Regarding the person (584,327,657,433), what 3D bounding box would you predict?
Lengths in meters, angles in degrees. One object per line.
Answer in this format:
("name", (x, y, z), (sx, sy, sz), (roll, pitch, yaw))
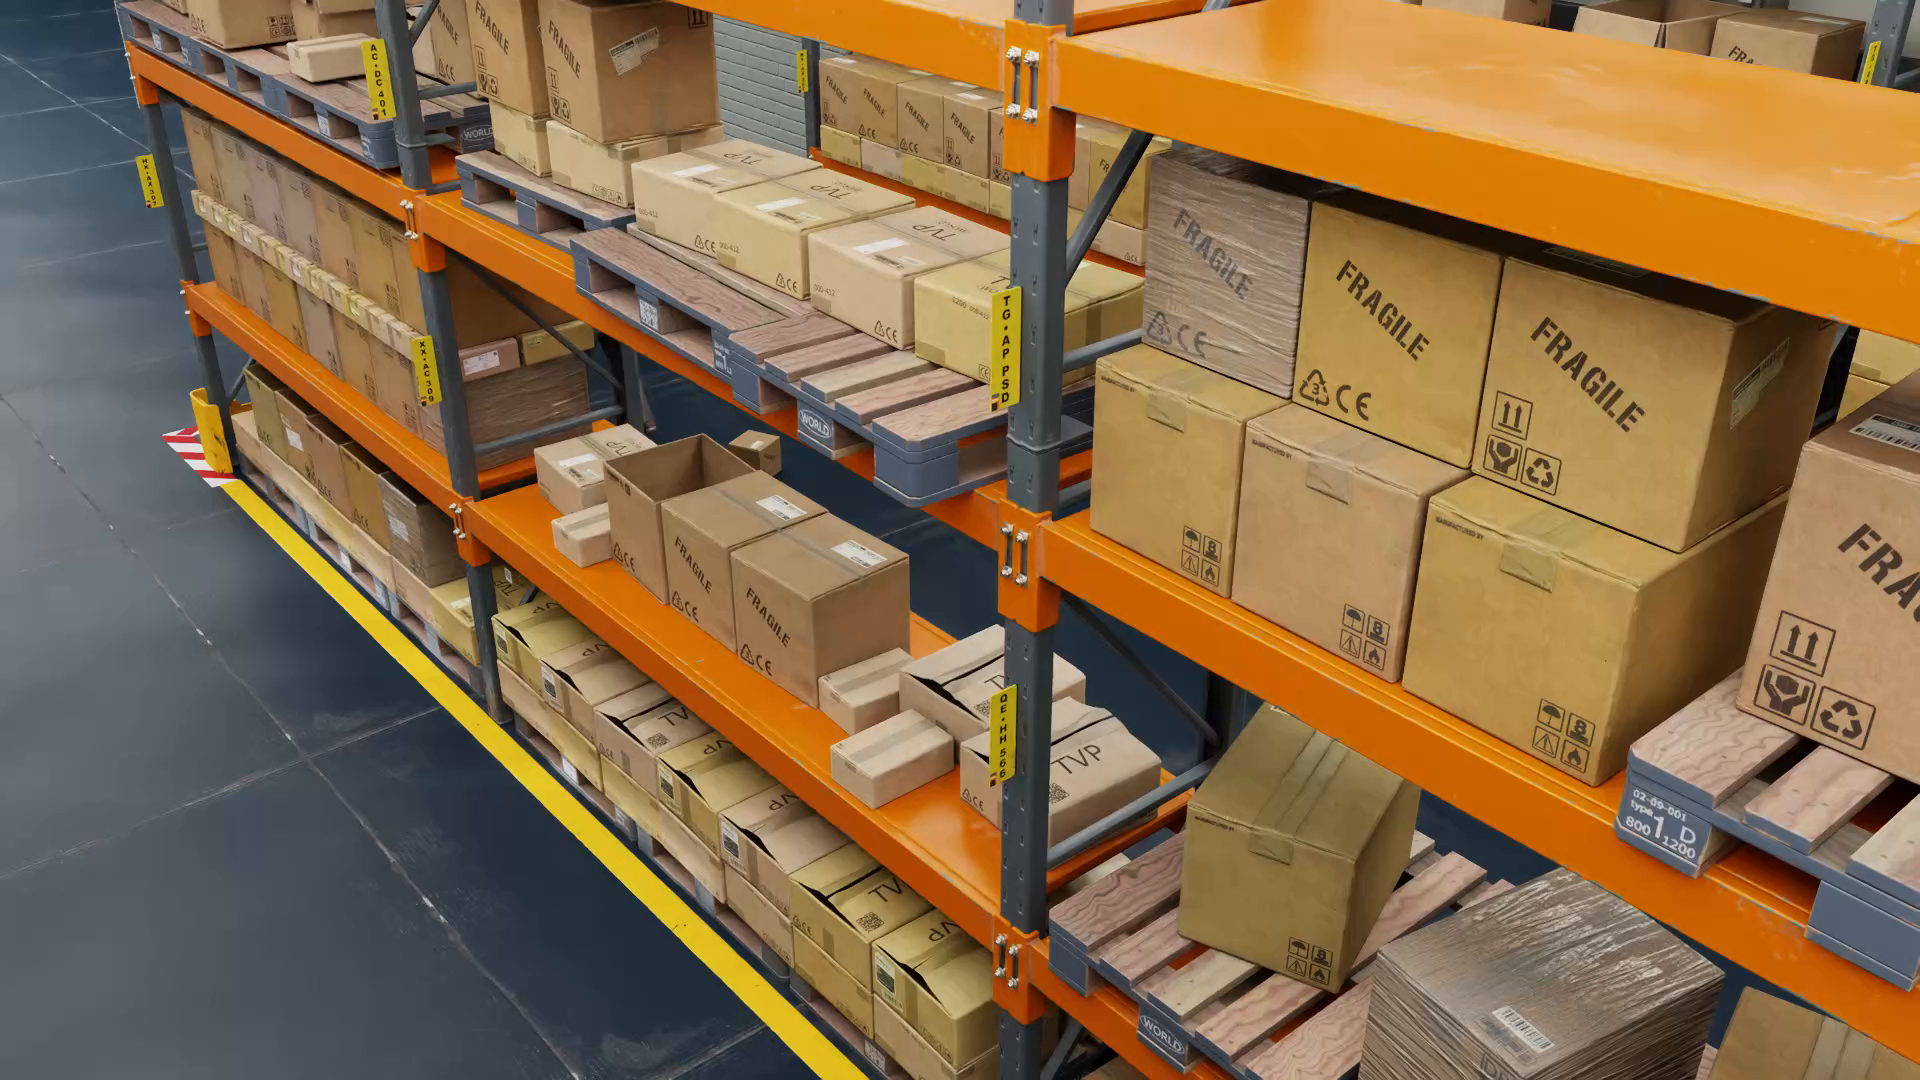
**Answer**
("person", (-2.516, -1.518, 11.447), (0.460, 1.600, 1.011), (-23, 36, -36))
